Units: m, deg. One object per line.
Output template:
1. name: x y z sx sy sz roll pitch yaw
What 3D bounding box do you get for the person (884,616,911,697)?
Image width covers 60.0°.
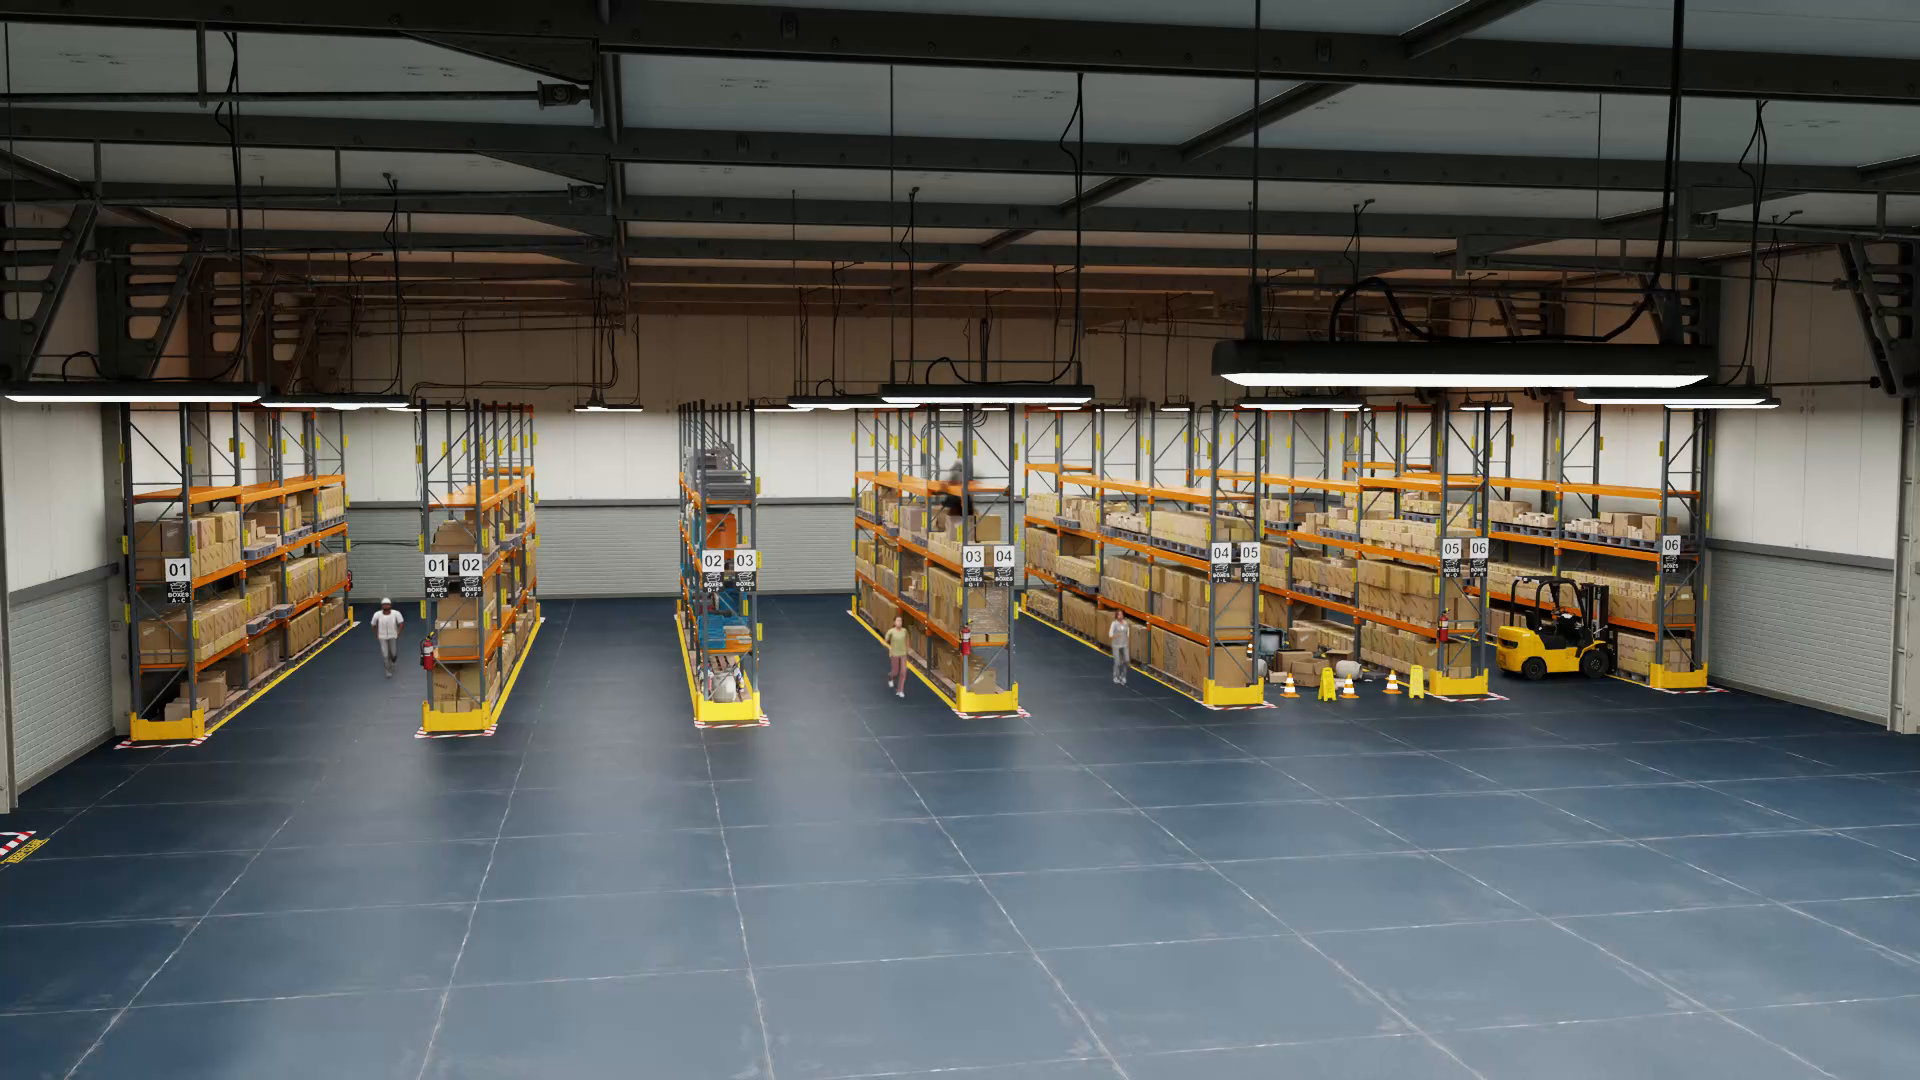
1. person: -1.261 2.362 33.908 0.582 1.634 0.670 -2 5 -21

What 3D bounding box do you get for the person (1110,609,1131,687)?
1. person: 3.400 2.275 35.112 0.518 1.629 0.665 -1 4 -13

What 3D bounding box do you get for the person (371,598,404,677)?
1. person: -12.442 2.128 36.155 0.674 1.721 0.537 -1 5 -18

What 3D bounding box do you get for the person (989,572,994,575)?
1. person: 0.861 1.316 47.101 0.716 1.741 0.745 -1 4 -8
